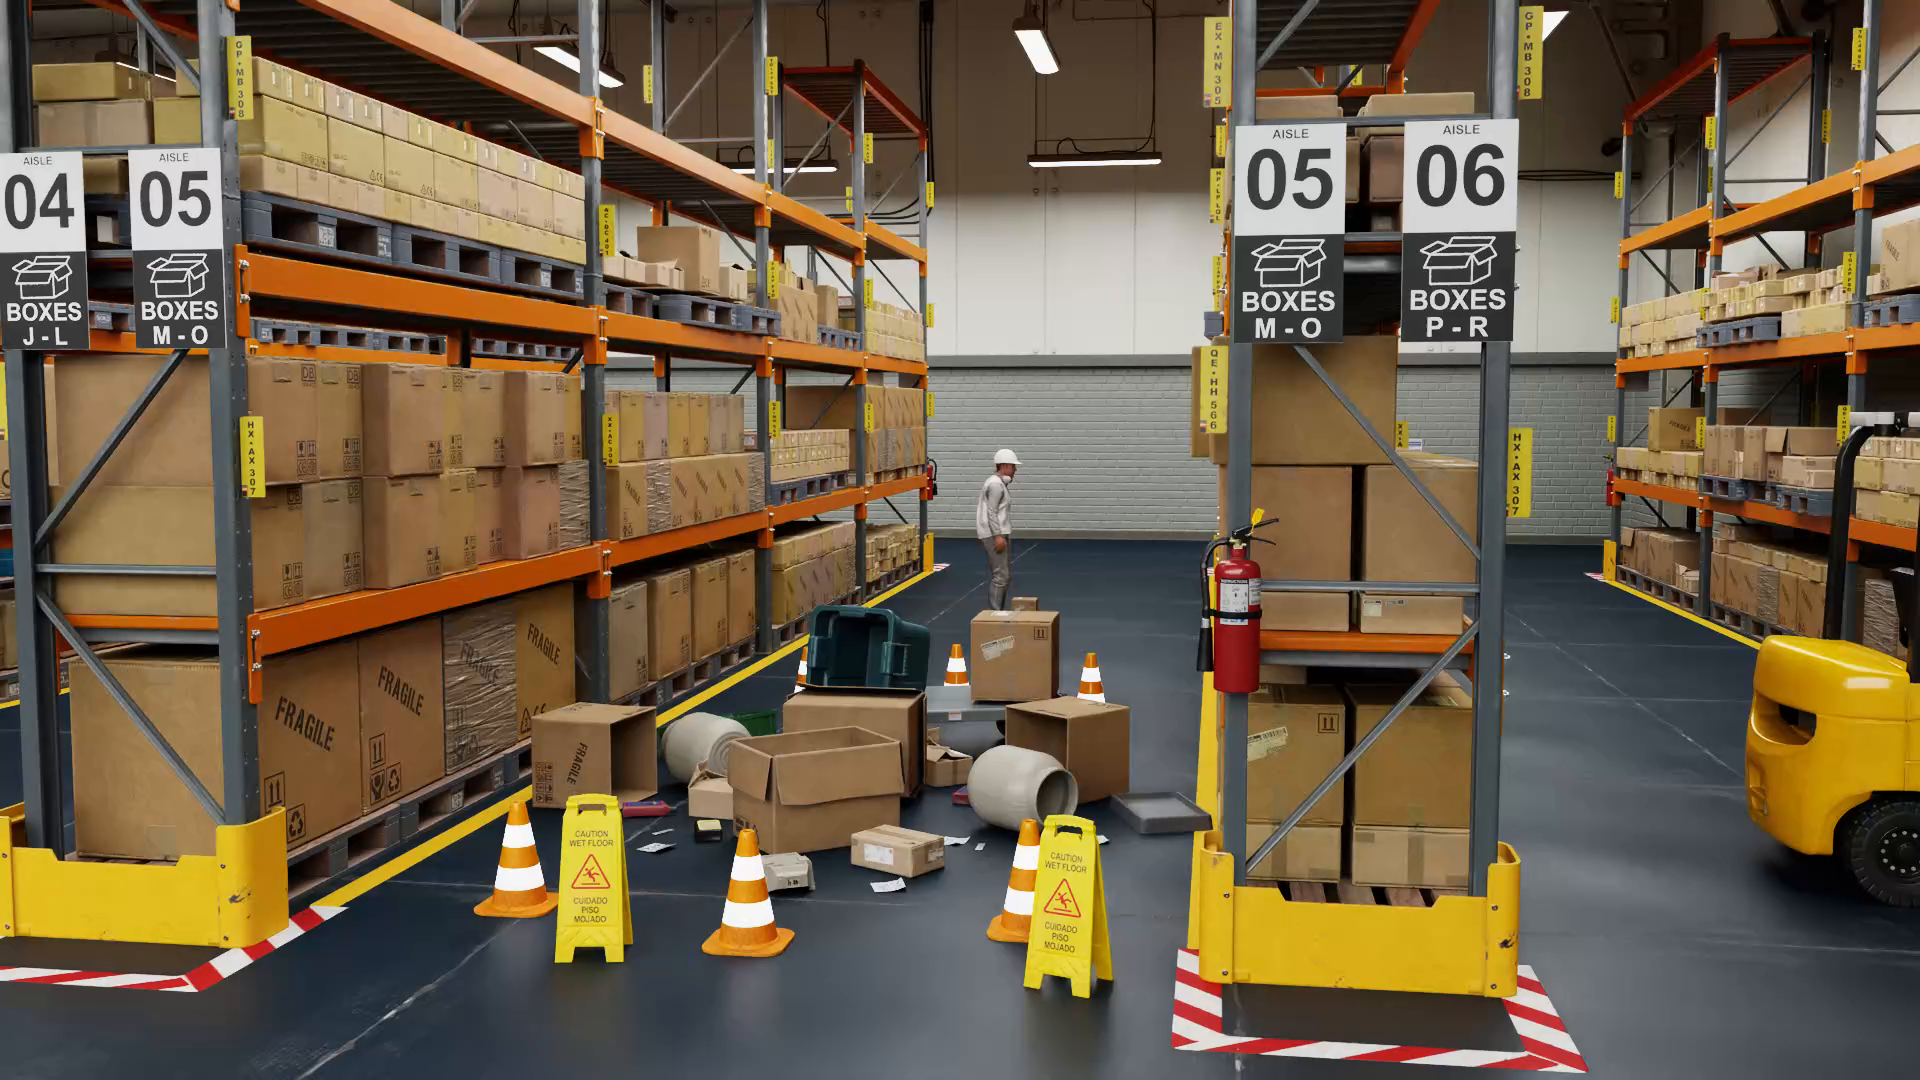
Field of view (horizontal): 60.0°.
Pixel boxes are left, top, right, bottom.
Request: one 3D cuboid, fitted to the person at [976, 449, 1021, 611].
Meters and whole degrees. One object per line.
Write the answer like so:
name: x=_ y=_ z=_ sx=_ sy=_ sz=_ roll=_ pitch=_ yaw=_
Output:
person: x=0.397 y=-0.036 z=16.932 sx=0.463 sy=1.770 sz=0.577 roll=1 pitch=4 yaw=8
